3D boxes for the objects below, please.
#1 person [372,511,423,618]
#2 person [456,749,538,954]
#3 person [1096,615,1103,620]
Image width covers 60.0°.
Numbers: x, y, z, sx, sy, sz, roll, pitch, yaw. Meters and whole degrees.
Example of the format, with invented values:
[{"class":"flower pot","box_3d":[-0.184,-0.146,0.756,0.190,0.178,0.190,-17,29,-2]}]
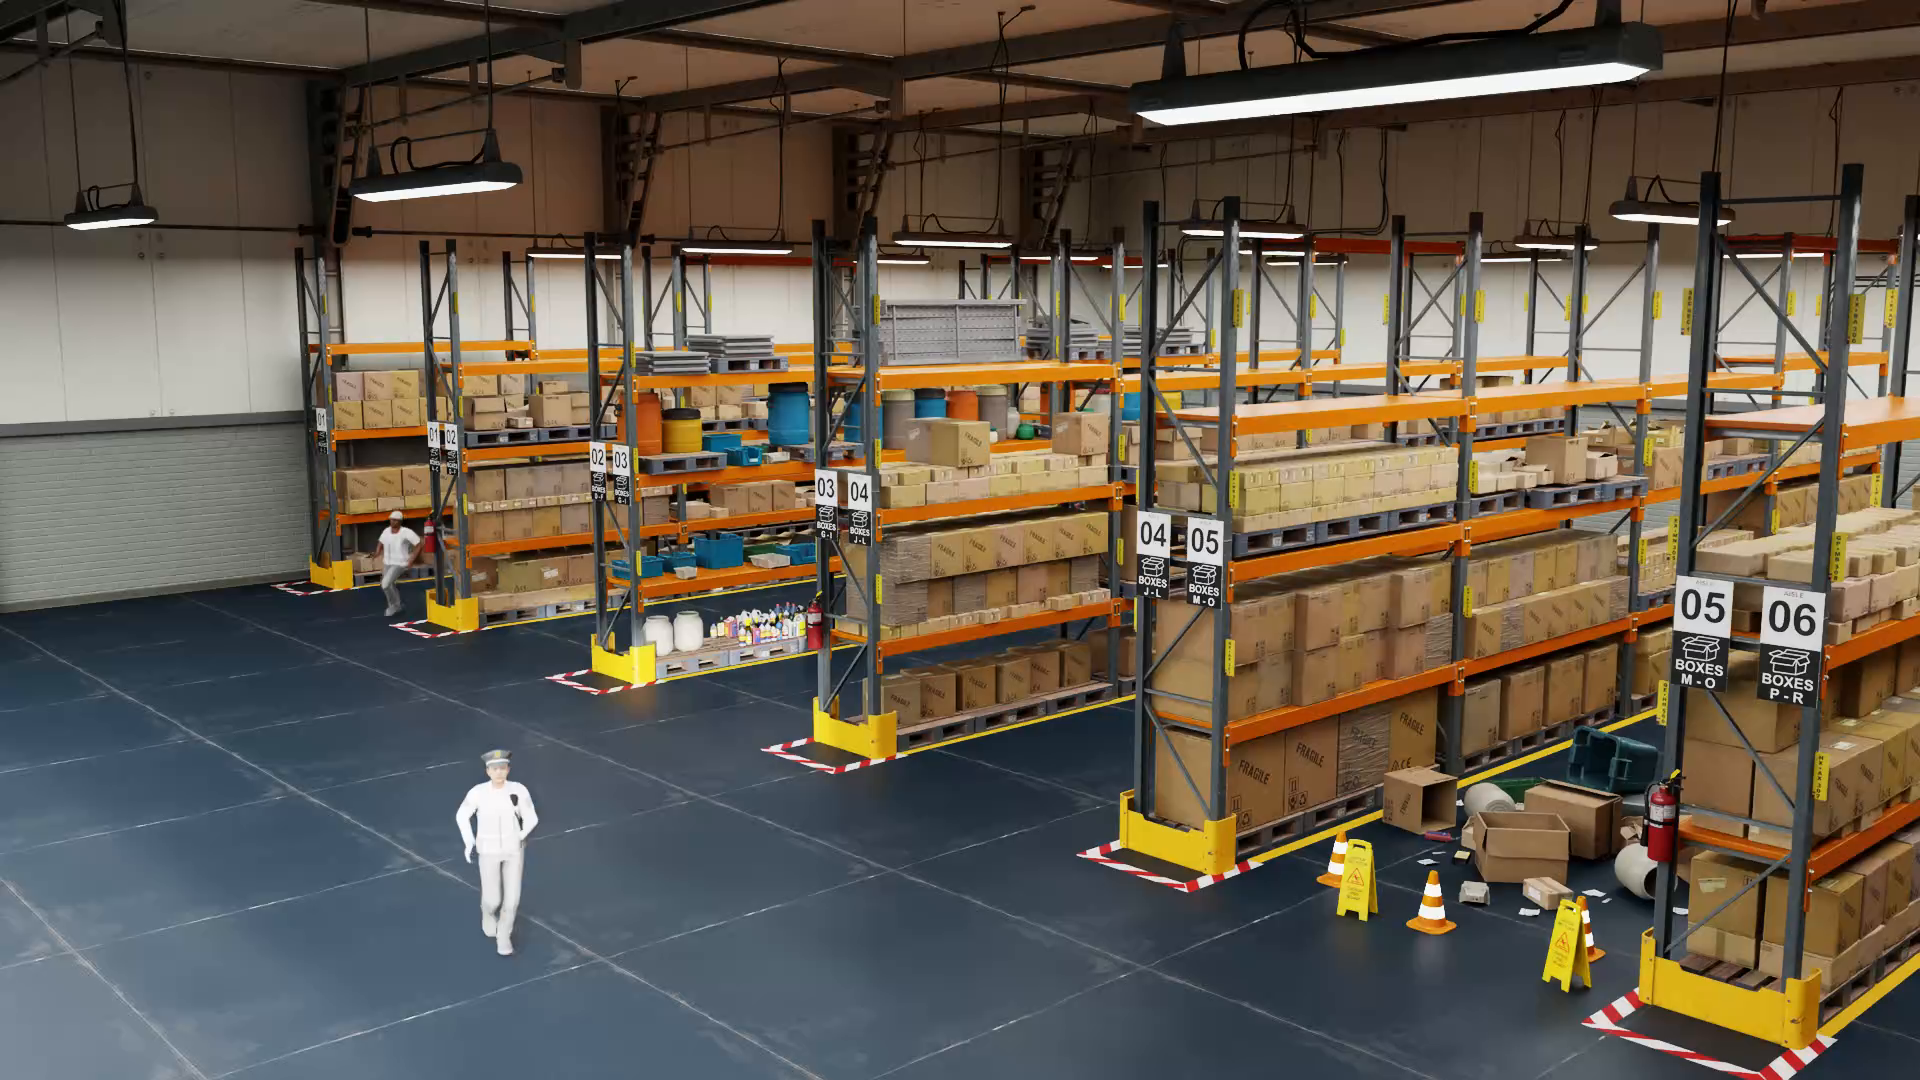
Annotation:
[{"class":"person","box_3d":[-9.118,0.391,26.830,0.766,1.738,0.624,4,9,27]},{"class":"person","box_3d":[-3.608,2.452,13.051,0.608,1.656,0.540,-3,9,-21]},{"class":"person","box_3d":[2.274,0.381,25.378,0.516,1.668,0.646,6,10,34]}]
